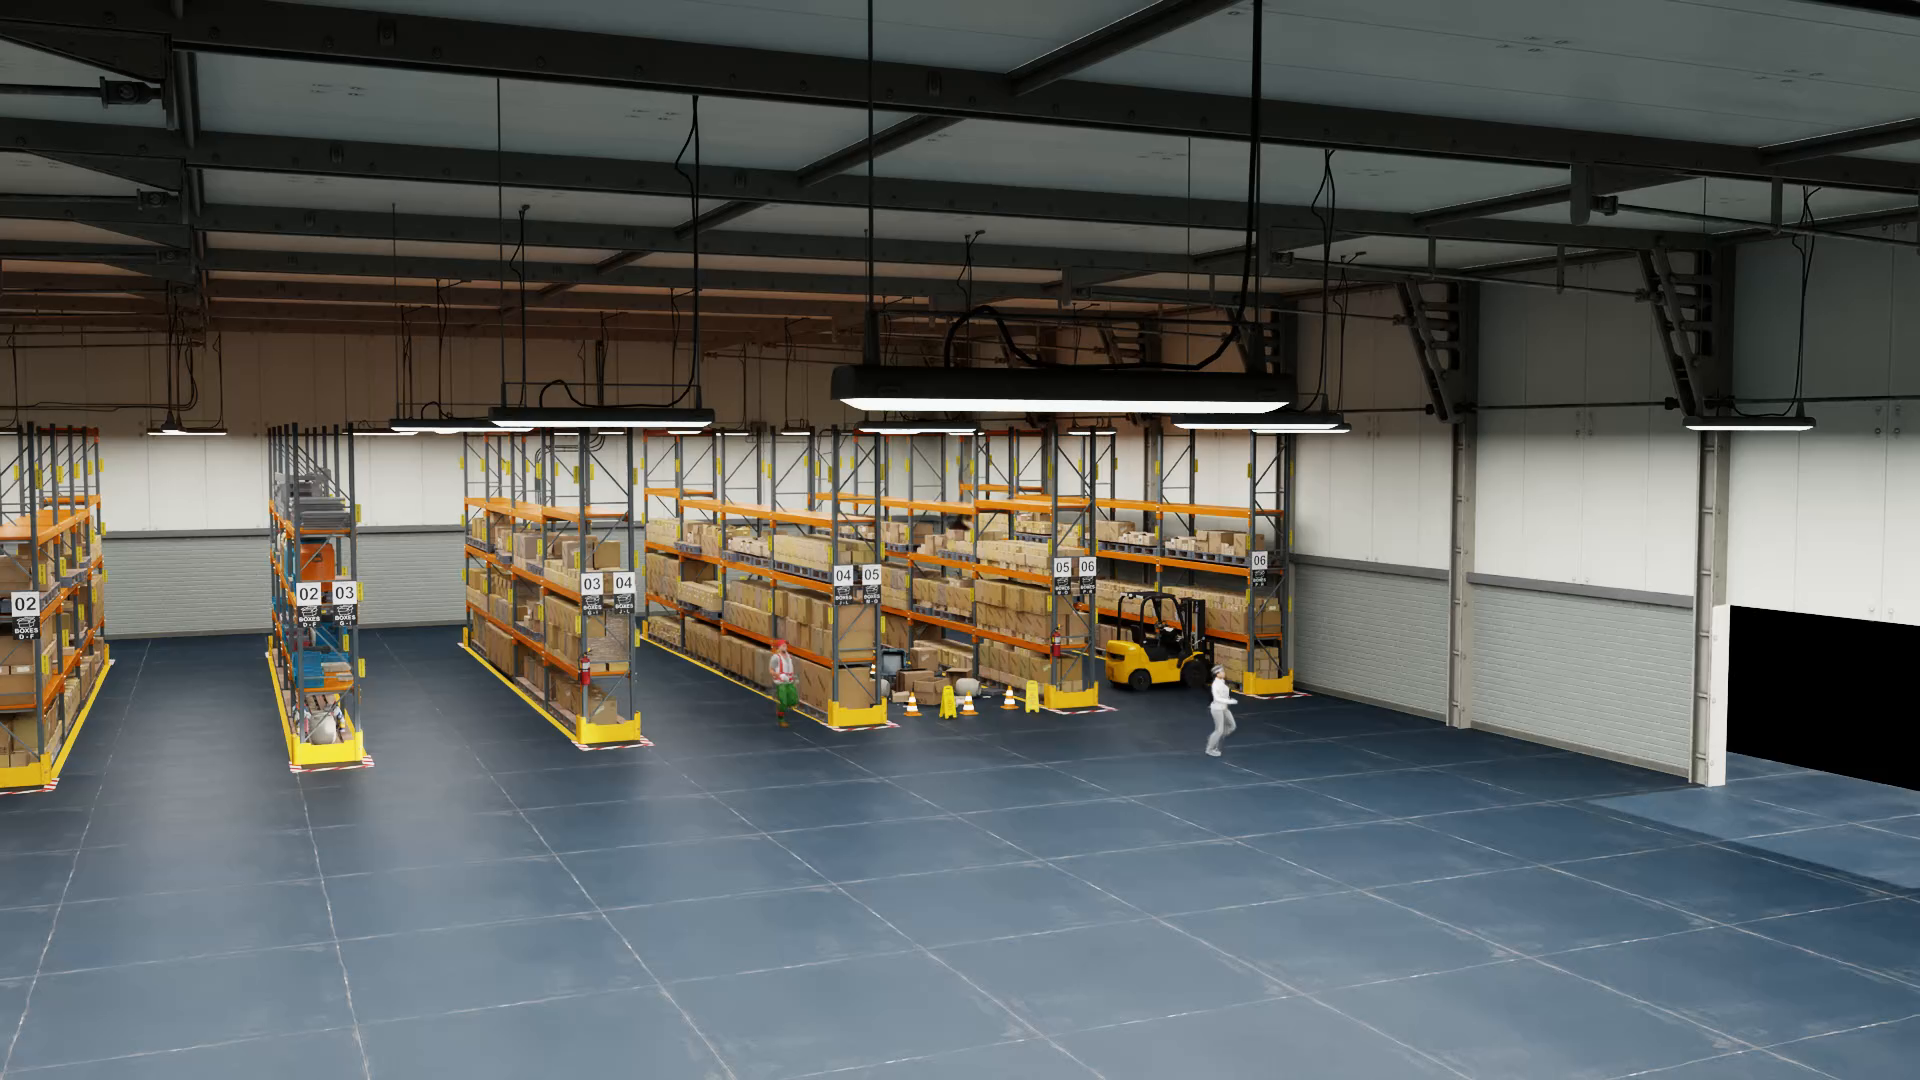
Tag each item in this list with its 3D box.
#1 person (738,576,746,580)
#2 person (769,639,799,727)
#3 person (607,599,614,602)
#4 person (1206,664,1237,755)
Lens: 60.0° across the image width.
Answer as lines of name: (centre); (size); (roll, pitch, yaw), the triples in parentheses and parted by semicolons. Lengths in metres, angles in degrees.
person: (-6.208, 1.933, 47.619); (0.730, 1.787, 0.994); (-2, 4, -34)
person: (-3.485, 2.838, 33.002); (0.655, 1.742, 0.593); (-3, 5, -44)
person: (-10.151, 1.951, 48.360); (0.662, 1.636, 0.894); (-3, 4, -39)
person: (4.725, 3.054, 29.963); (0.584, 1.660, 0.595); (2, 4, 24)
